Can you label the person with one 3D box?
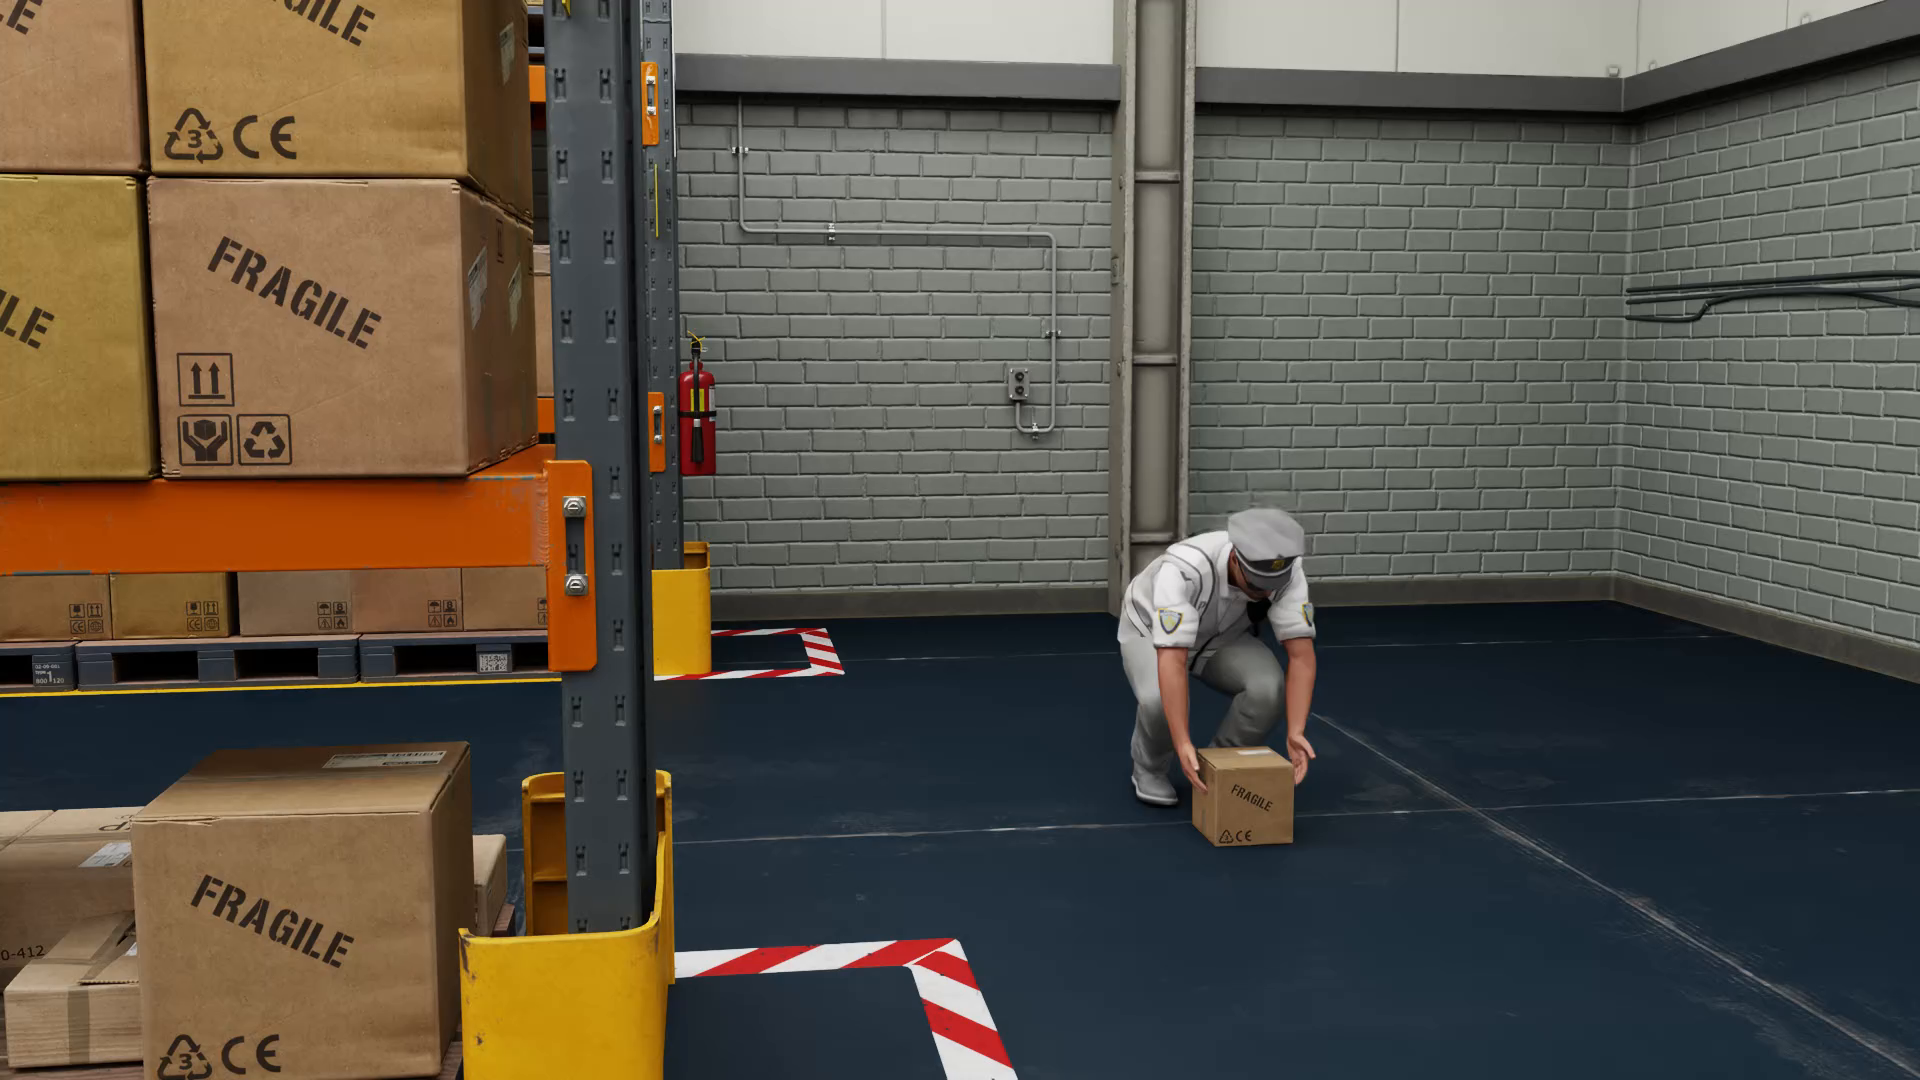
[{"bbox_3d":[0.857,0.382,5.545,0.570,1.030,0.942,-1,7,-9],"label":"person"}]
